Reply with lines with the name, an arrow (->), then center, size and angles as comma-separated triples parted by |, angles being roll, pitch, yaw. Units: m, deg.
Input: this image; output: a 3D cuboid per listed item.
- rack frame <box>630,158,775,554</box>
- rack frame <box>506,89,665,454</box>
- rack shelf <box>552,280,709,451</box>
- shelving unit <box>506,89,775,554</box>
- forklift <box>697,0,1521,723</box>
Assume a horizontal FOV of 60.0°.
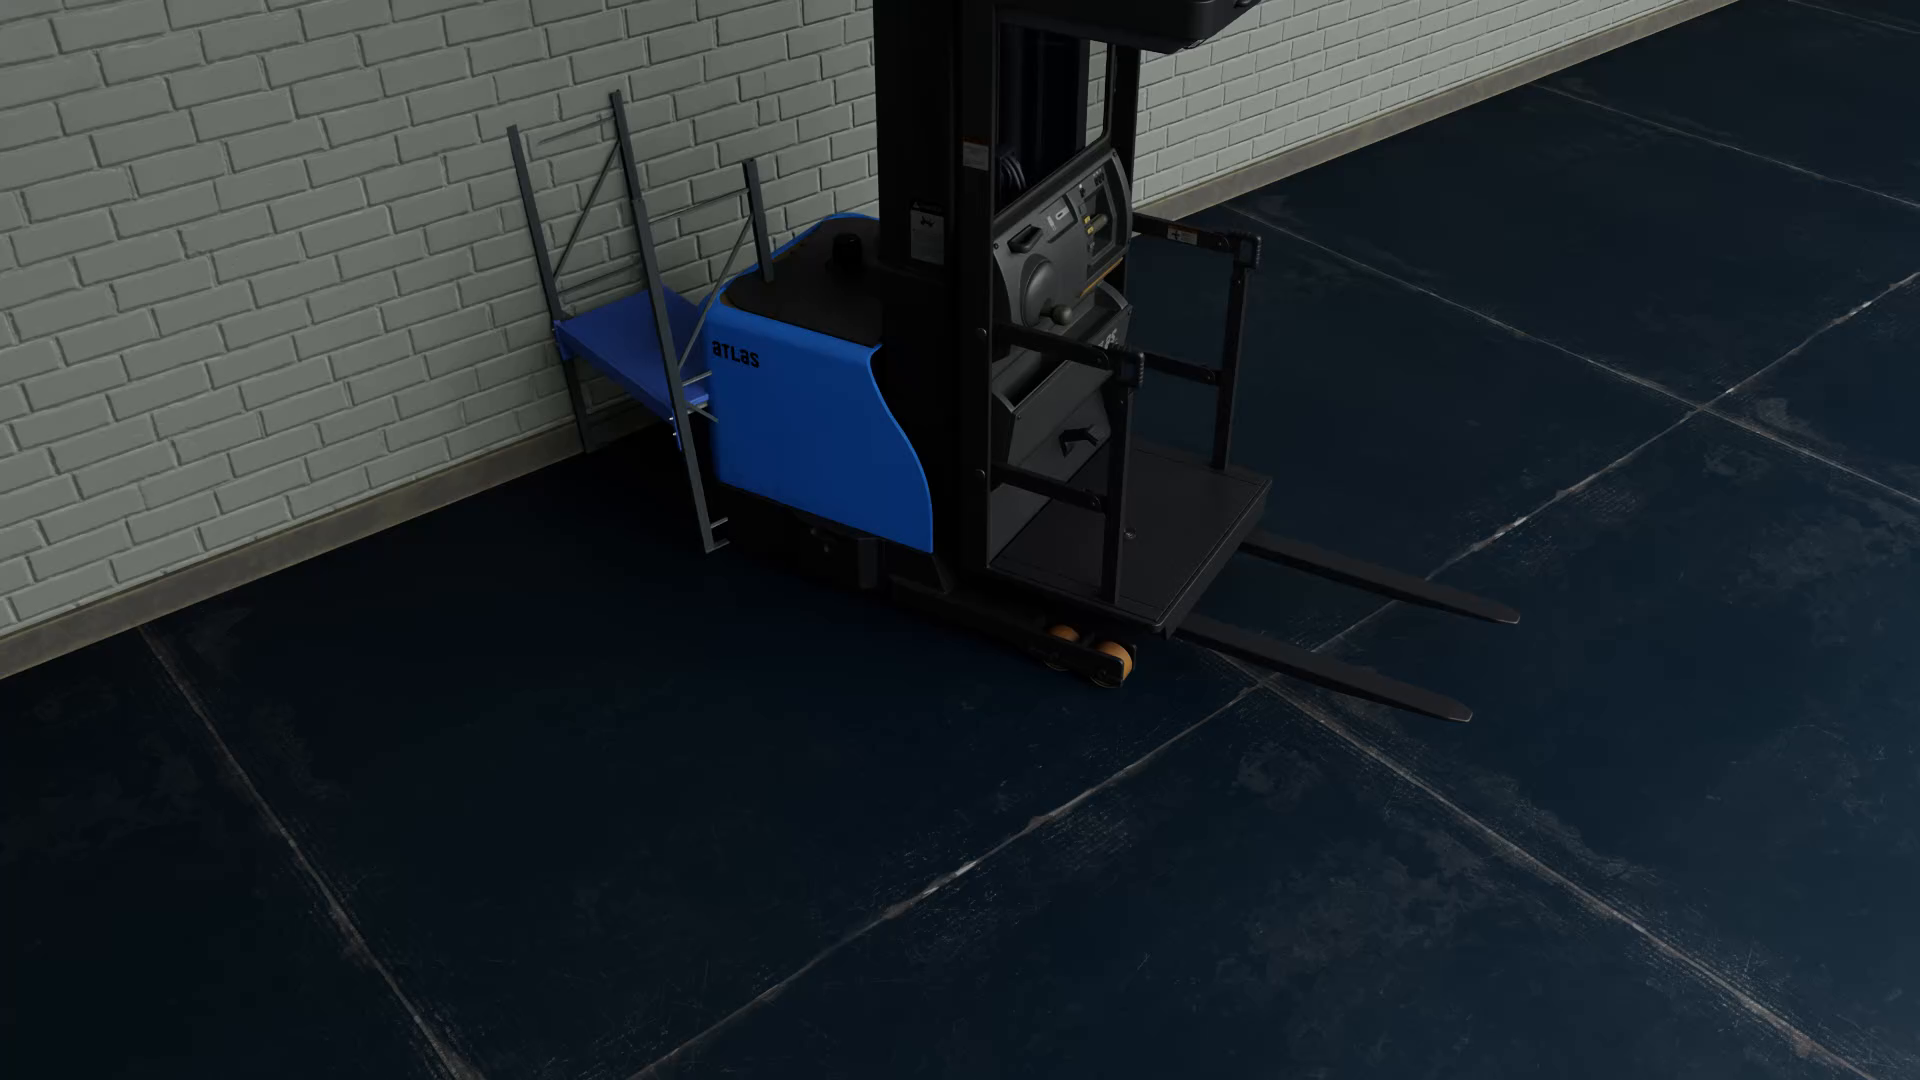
rack frame -> -0.878, -0.658, 6.282 | 0.500, 1.500, 0.032 | -28, 41, -28
rack frame -> -1.501, -1.089, 6.960 | 0.500, 1.500, 0.032 | -28, 41, -28
rack shelf -> -1.175, -0.729, 6.726 | 0.538, 0.185, 1.000 | -28, 41, -28
shelving unit -> -1.189, -0.874, 6.621 | 0.538, 1.500, 1.048 | -28, 41, -28
forklift -> 0.541, -1.015, 5.647 | 3.031, 2.935, 1.130 | 18, 39, 24
